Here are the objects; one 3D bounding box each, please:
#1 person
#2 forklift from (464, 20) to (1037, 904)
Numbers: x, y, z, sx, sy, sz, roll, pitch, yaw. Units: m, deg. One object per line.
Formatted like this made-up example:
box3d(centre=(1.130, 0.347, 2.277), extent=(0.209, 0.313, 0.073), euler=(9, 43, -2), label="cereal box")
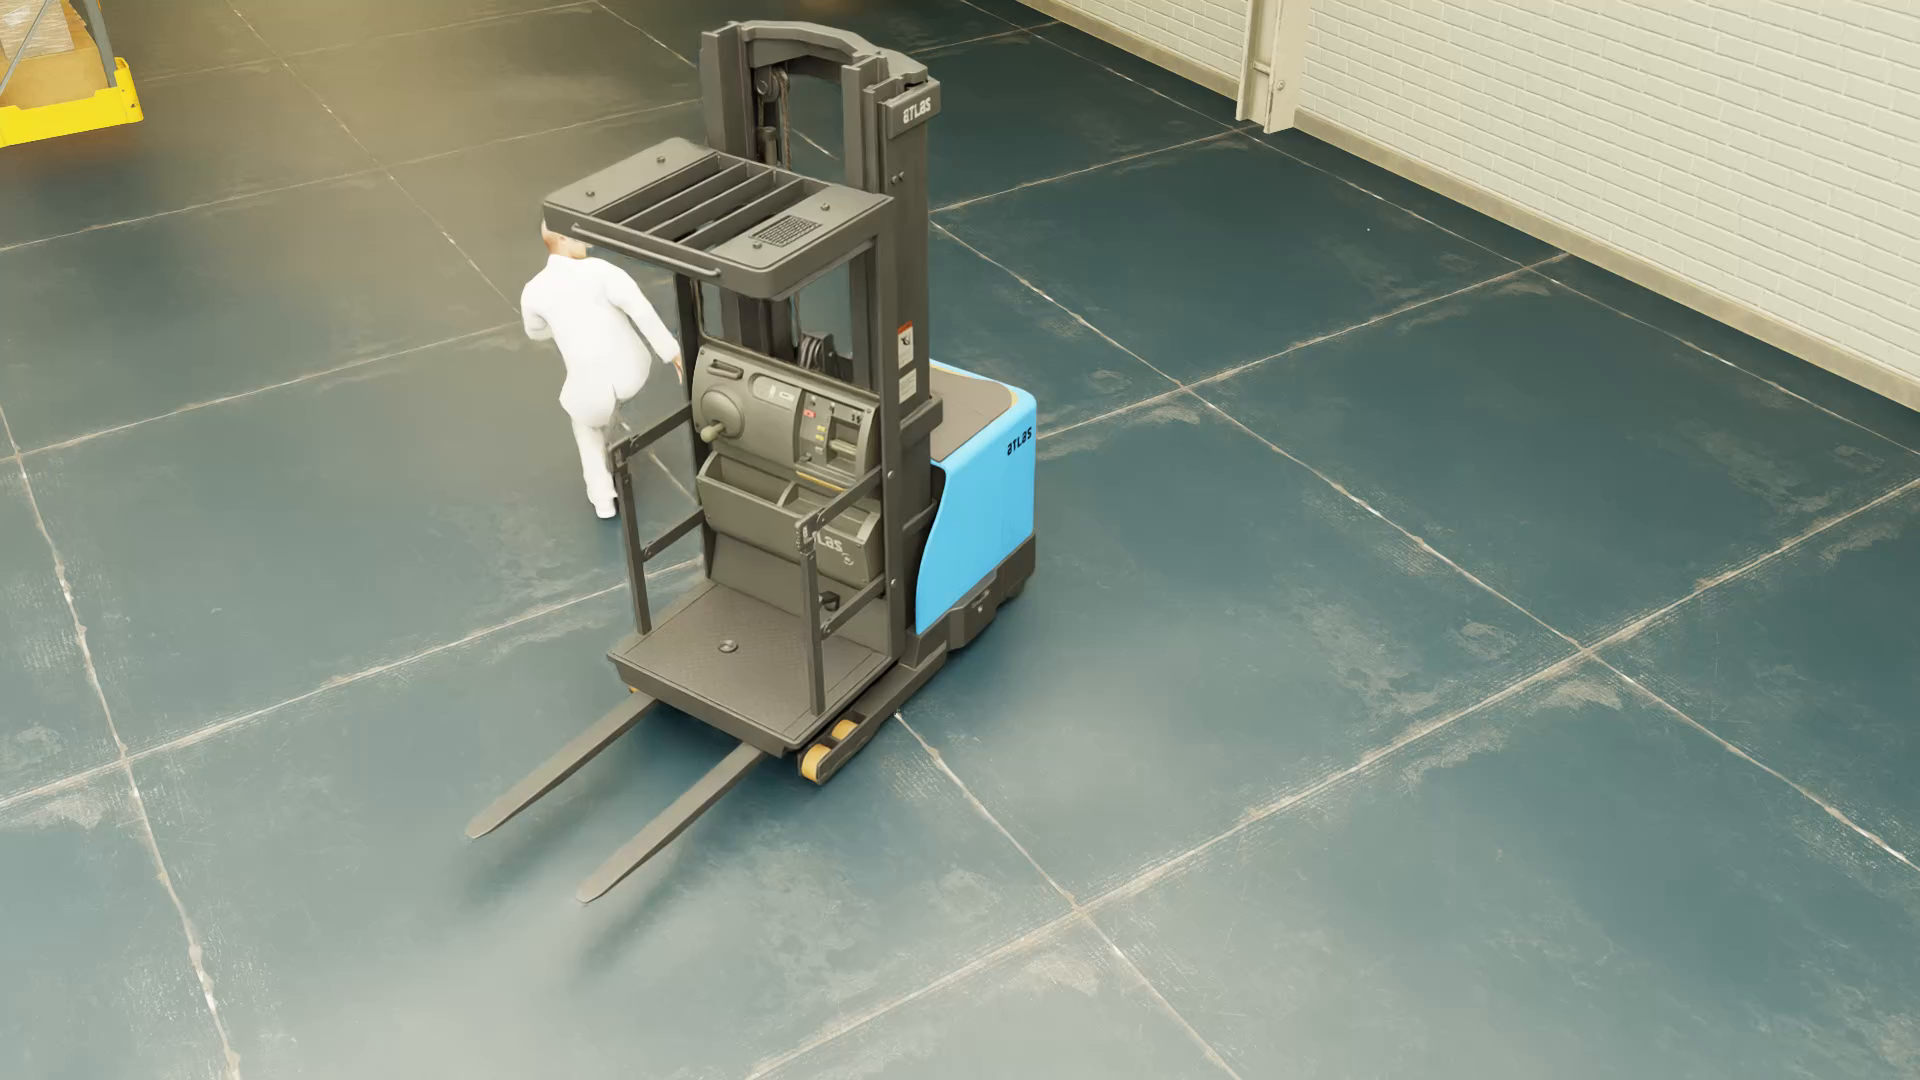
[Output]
box3d(centre=(-1.851, -0.983, 8.730), extent=(0.804, 1.604, 0.828), euler=(-7, 36, -10), label="person")
box3d(centre=(-0.863, -0.461, 6.804), extent=(1.130, 2.935, 3.031), euler=(21, 40, 27), label="forklift")
